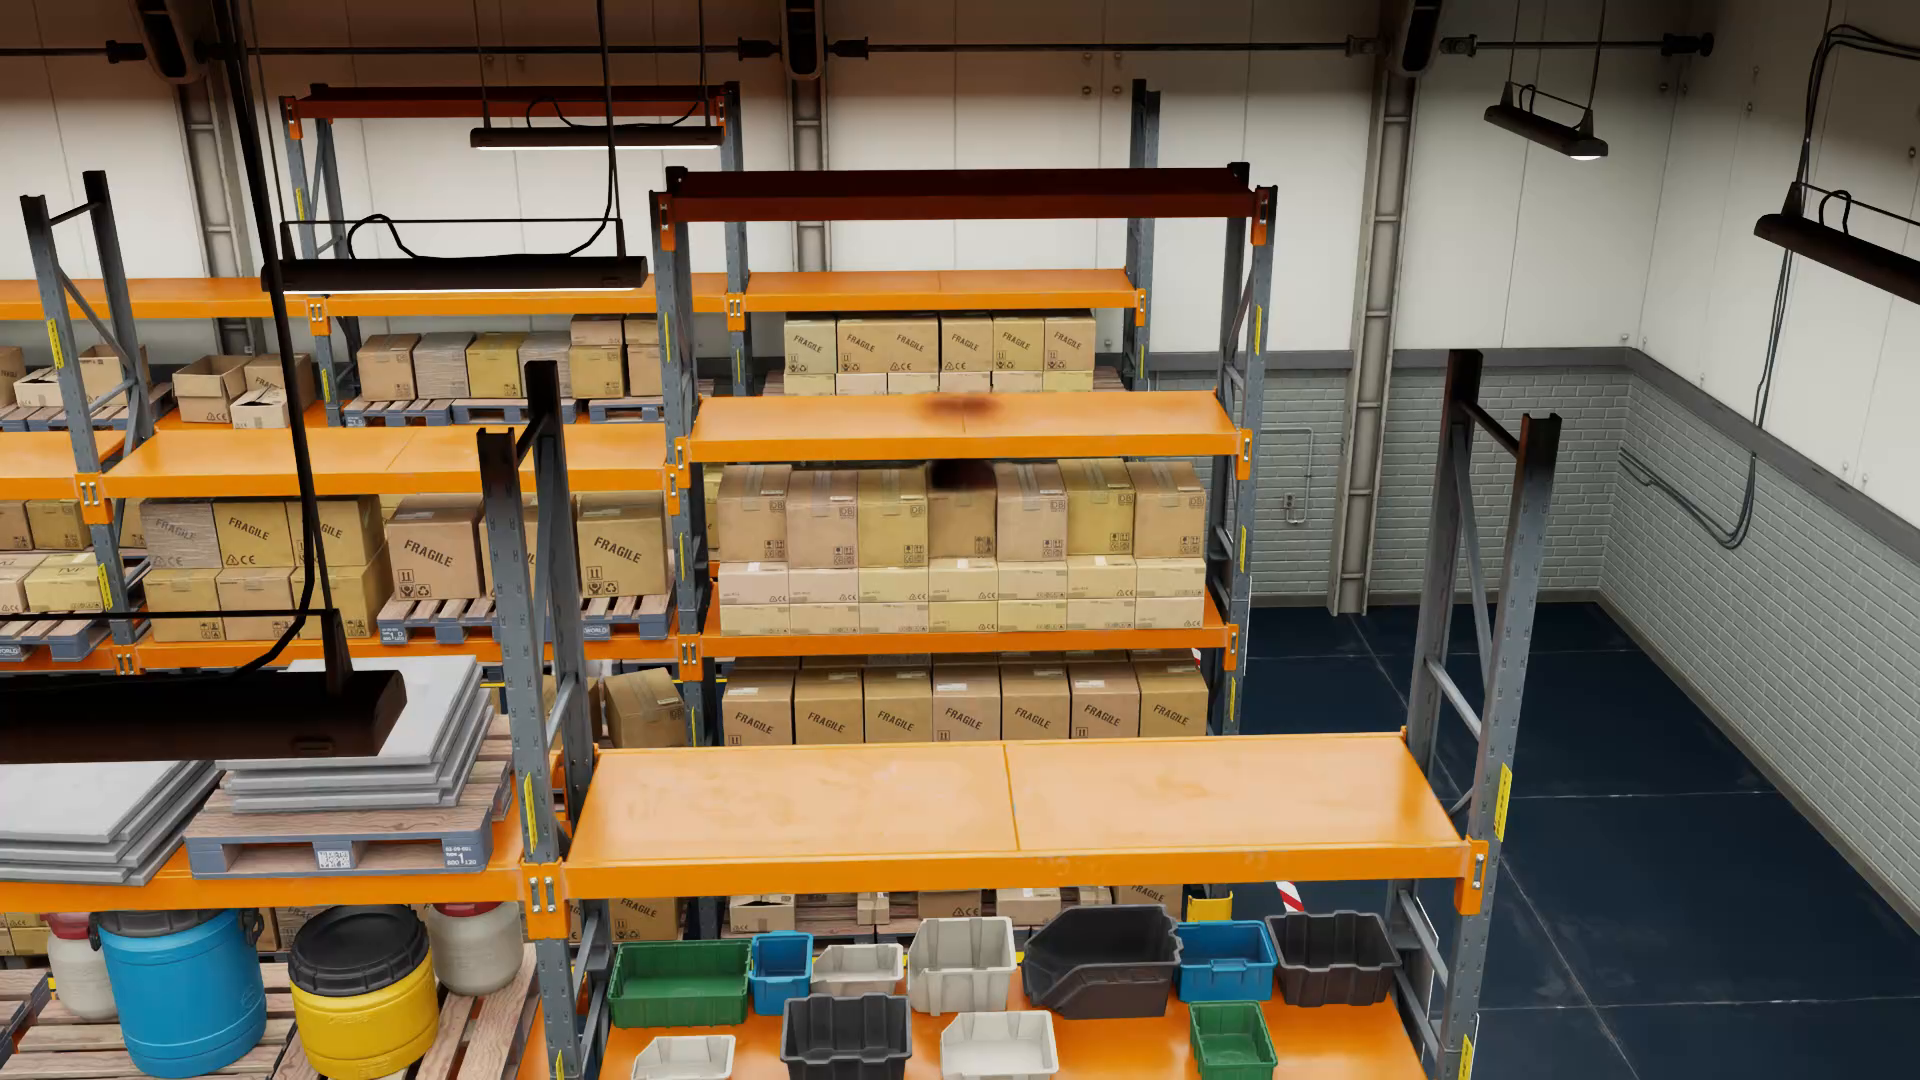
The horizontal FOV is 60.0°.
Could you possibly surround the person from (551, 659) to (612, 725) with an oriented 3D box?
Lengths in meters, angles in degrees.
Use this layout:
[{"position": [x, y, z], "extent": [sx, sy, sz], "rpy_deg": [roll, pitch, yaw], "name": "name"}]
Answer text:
[{"position": [-3.519, 1.330, 15.497], "extent": [0.616, 1.792, 0.371], "rpy_deg": [4, 22, 9], "name": "person"}]
